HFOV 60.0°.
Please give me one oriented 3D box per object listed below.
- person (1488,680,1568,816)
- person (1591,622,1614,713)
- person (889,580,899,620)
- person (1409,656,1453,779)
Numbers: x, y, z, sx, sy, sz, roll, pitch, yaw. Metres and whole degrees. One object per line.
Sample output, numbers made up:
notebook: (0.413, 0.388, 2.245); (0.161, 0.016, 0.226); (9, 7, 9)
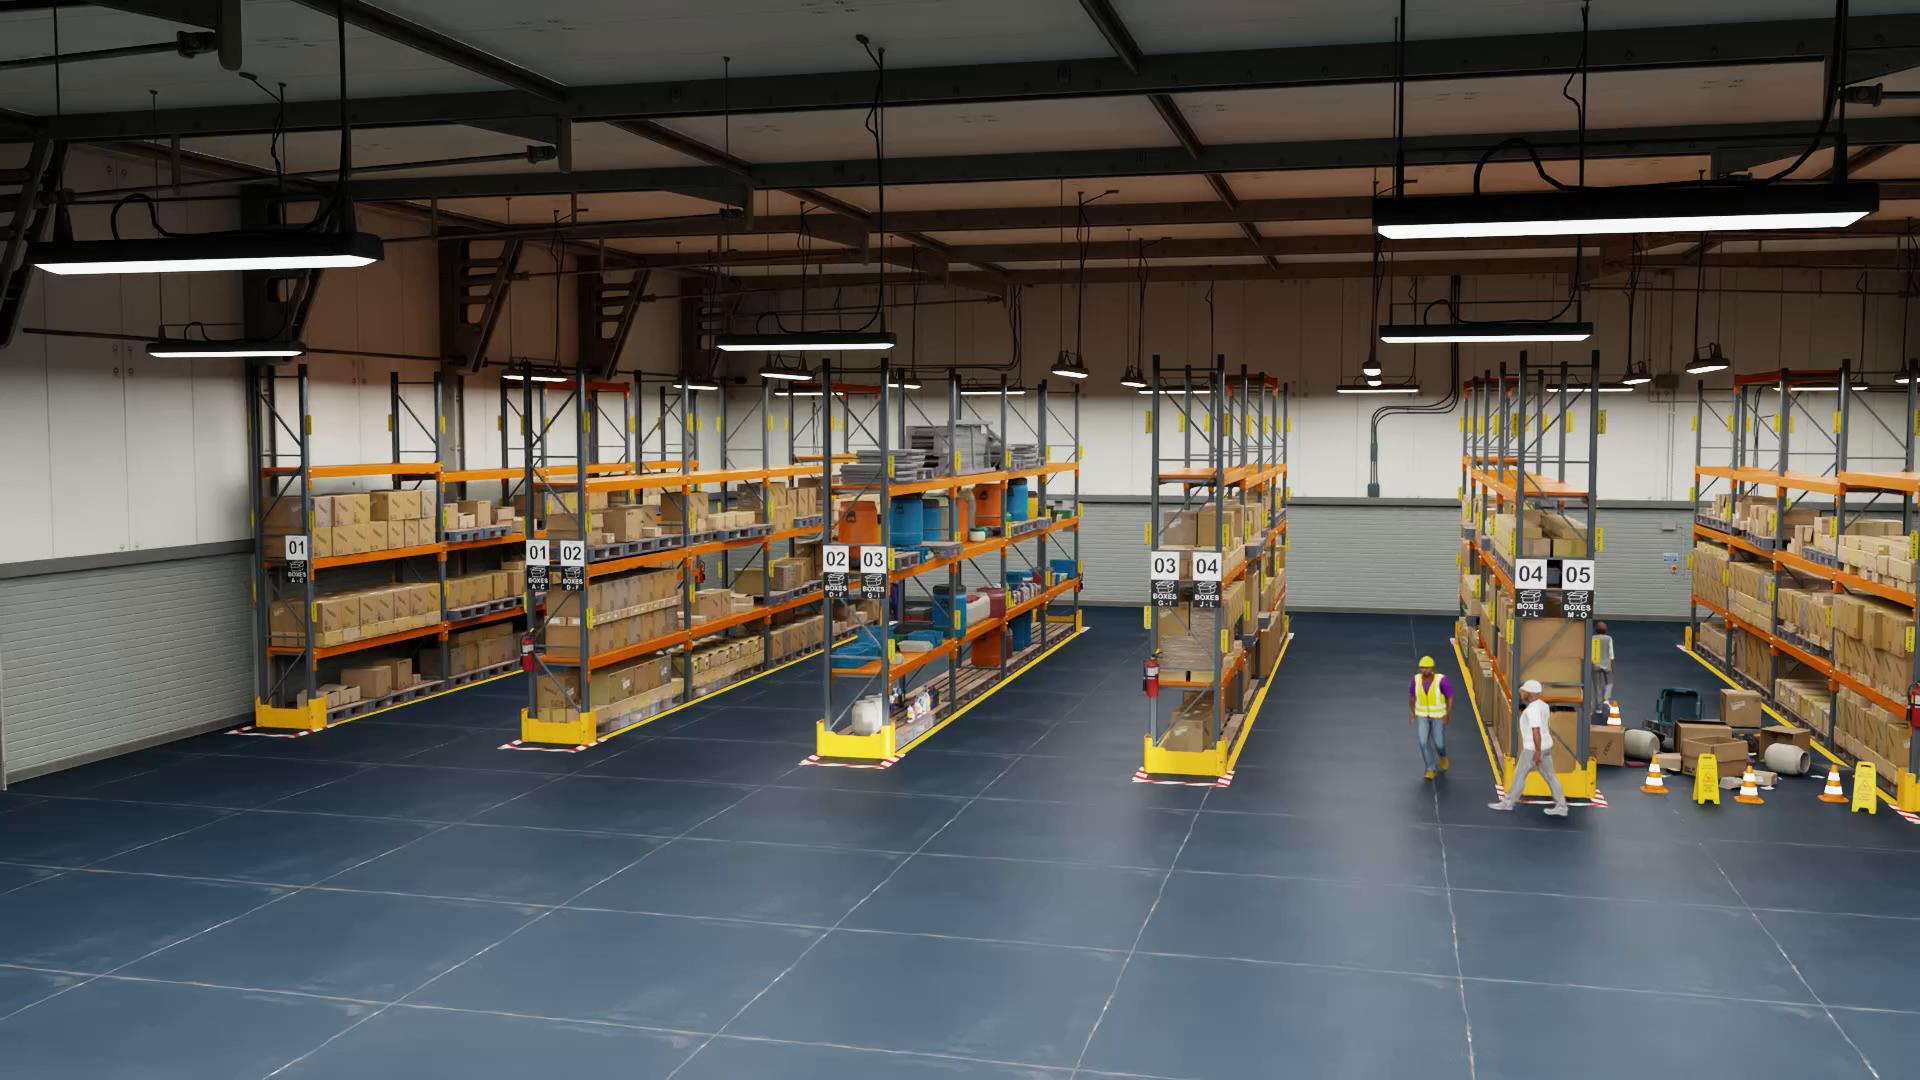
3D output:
person: (7.346, 2.646, 21.363); (0.980, 1.700, 0.613); (3, 5, 41)
person: (11.116, 2.222, 28.838); (0.440, 1.587, 0.441); (1, 4, 15)
person: (-1.679, 1.233, 42.898); (0.486, 1.598, 0.805); (-3, 5, -39)
person: (6.740, 2.502, 23.750); (0.630, 1.732, 0.717); (2, 4, 28)
